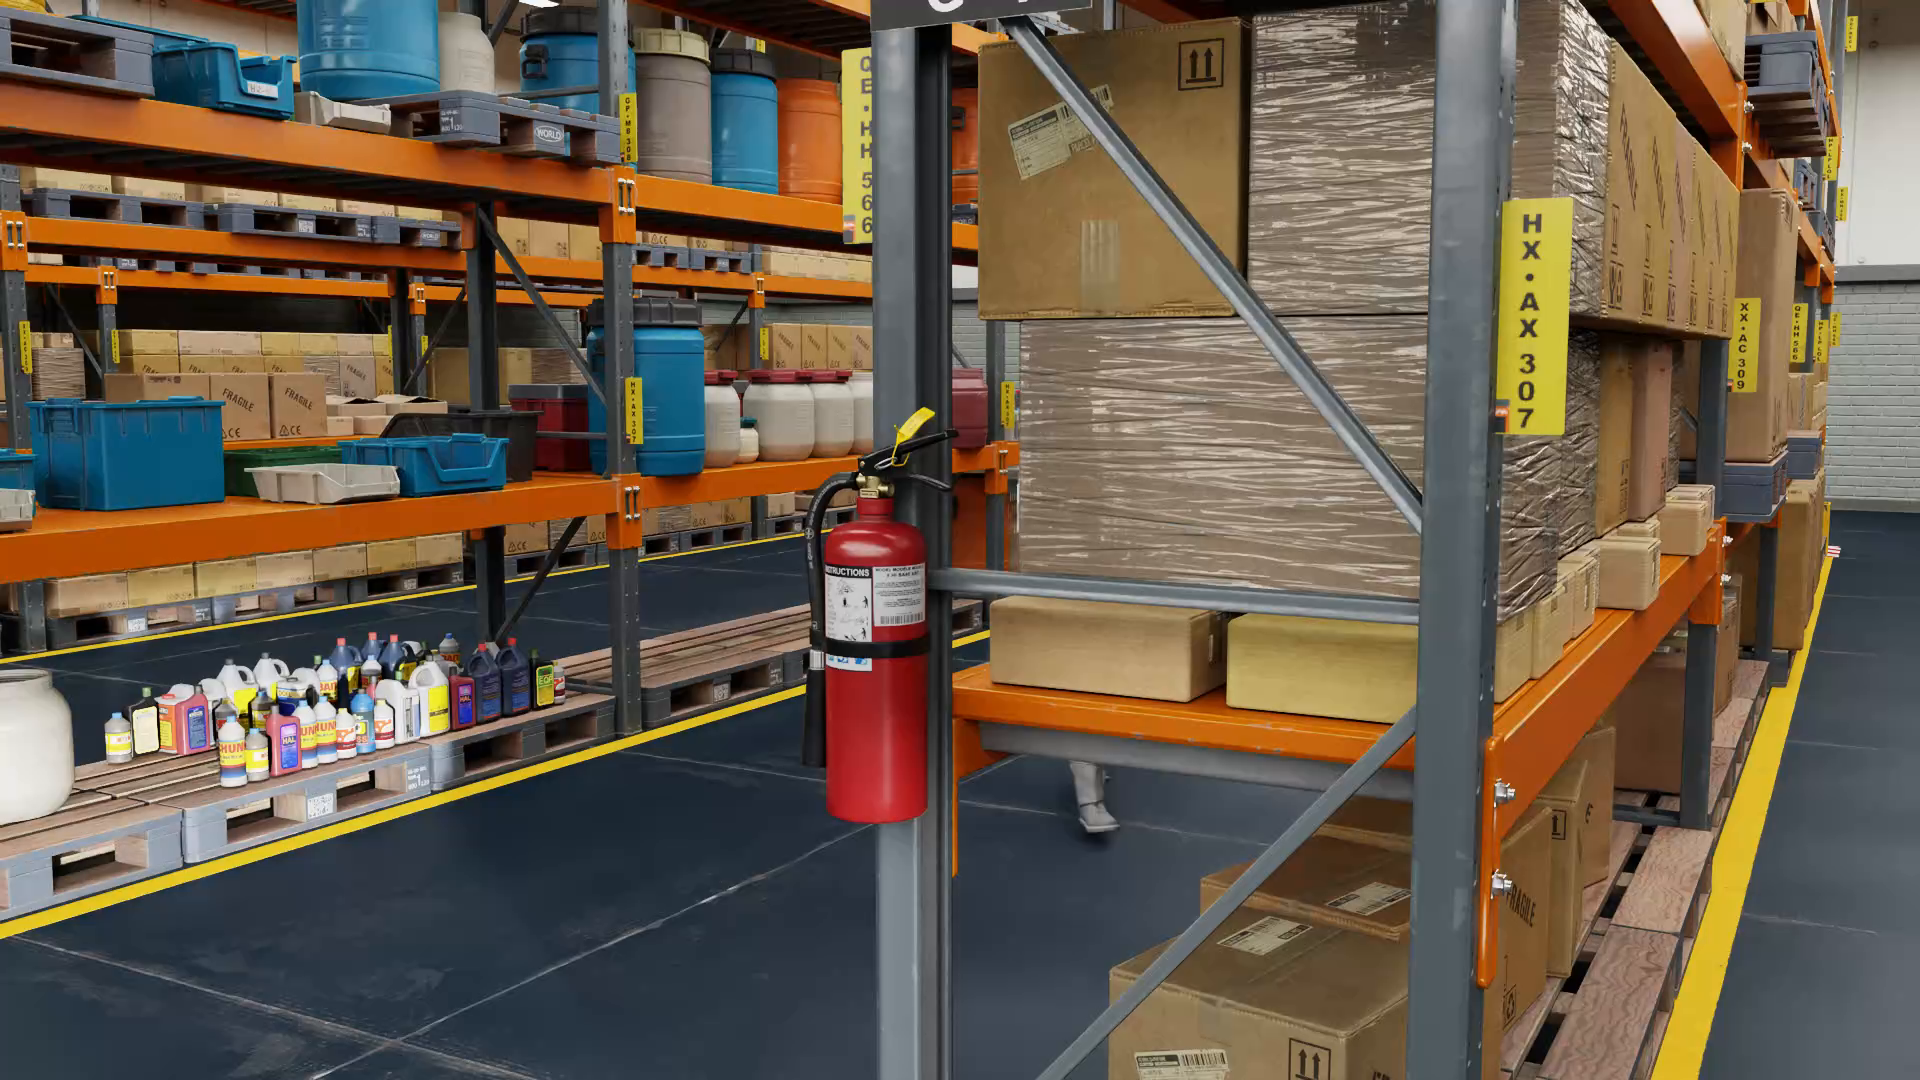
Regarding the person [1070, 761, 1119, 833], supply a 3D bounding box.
[{"bbox_3d":[0.594,0.301,6.863,0.454,1.636,0.960,-1,6,-13],"label":"person"}]
